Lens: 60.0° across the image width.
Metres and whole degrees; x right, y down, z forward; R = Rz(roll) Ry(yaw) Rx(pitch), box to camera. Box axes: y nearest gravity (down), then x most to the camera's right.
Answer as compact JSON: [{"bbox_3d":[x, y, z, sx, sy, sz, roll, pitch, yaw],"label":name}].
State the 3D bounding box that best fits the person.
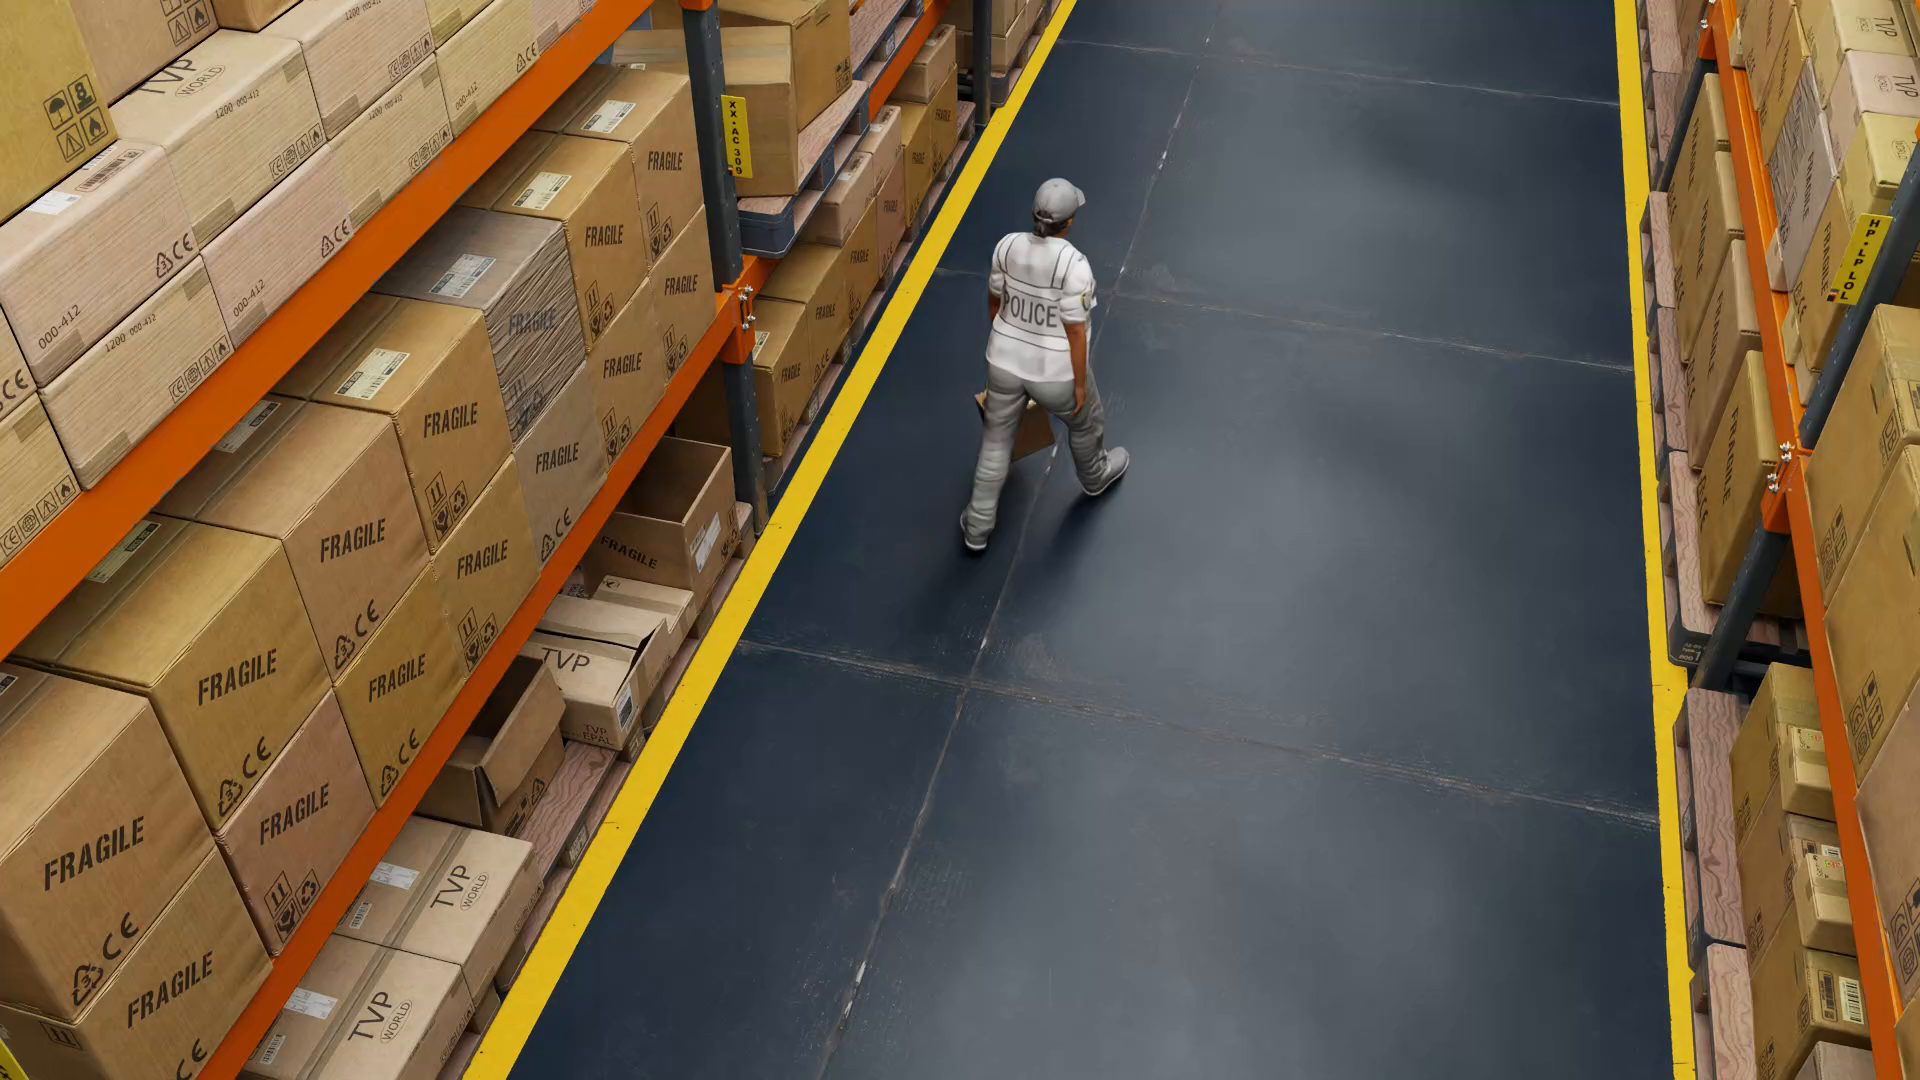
[{"bbox_3d":[0.350,-0.772,7.054,0.526,1.612,0.920,22,46,23],"label":"person"}]
